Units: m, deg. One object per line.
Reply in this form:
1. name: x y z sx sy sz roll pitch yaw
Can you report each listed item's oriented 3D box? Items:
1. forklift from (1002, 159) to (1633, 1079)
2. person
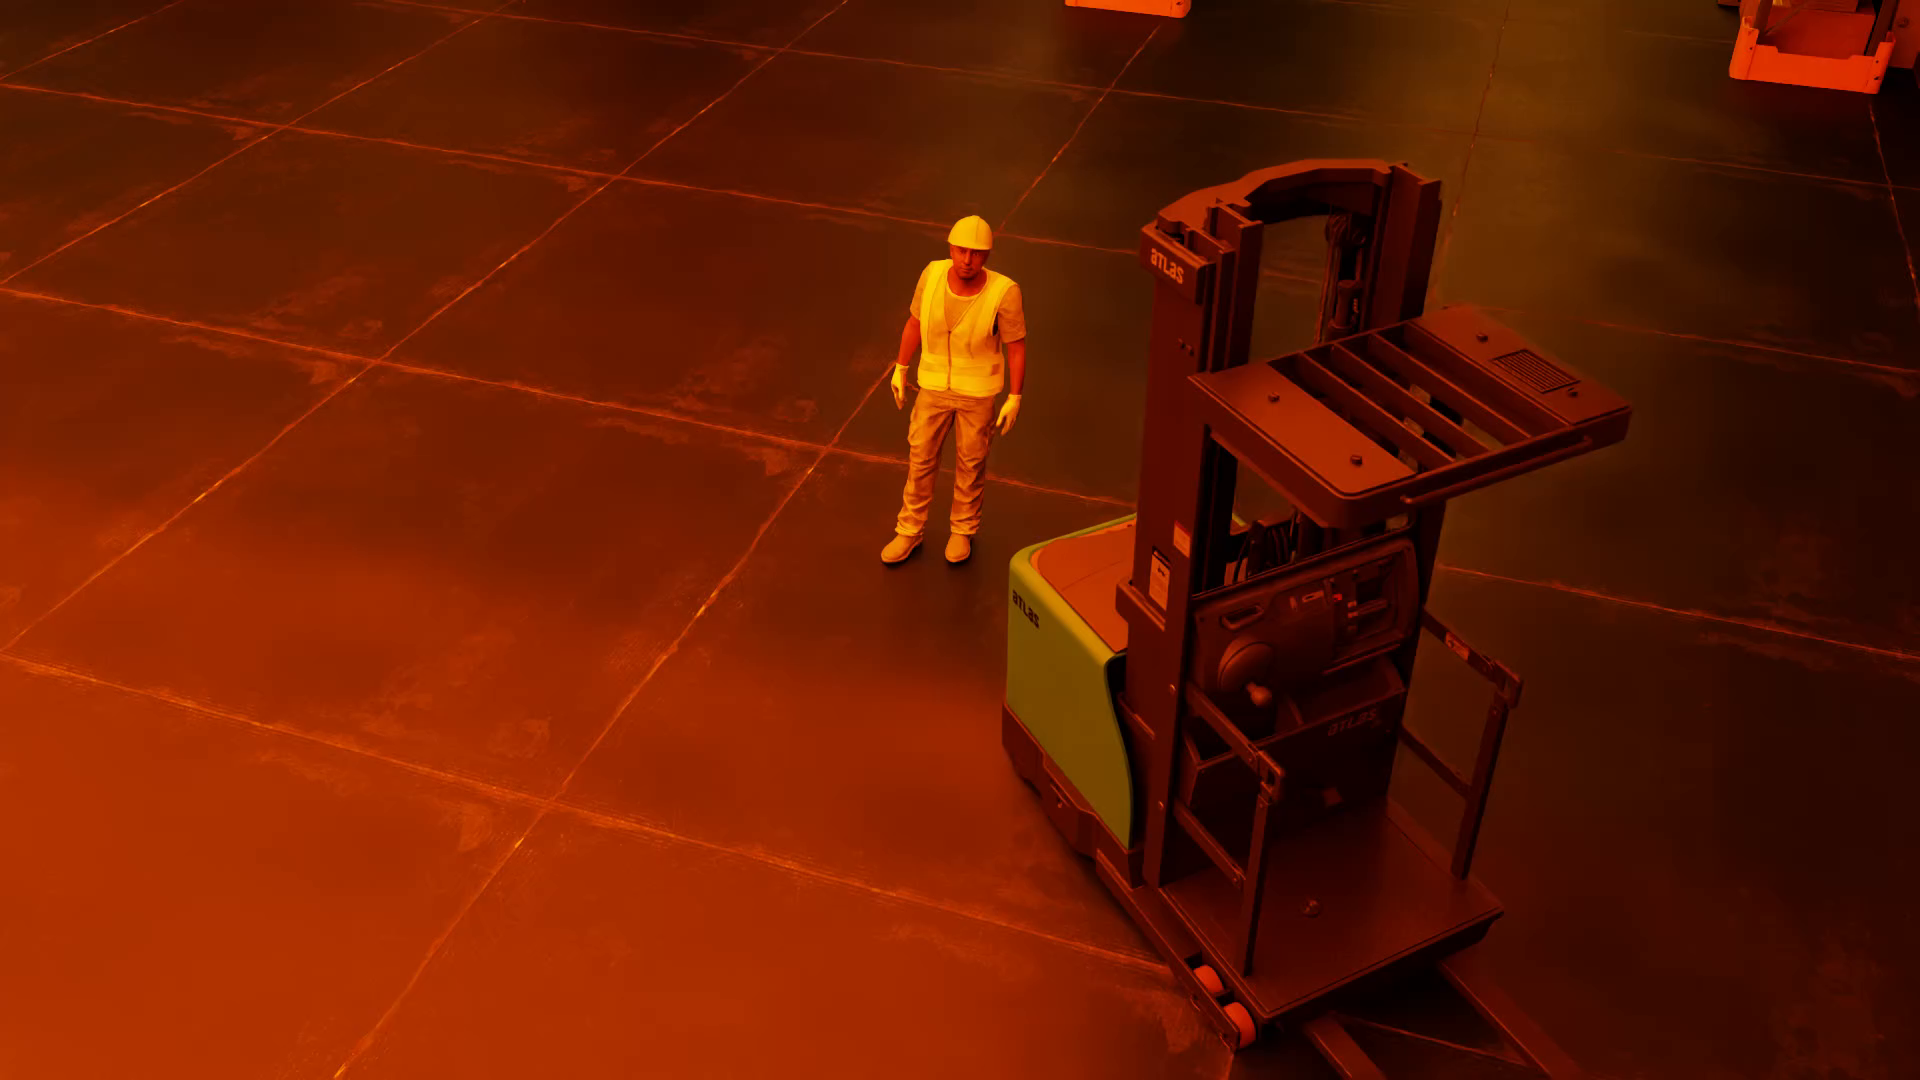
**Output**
1. forklift: 1.311 0.353 5.613 1.130 2.935 3.031 -17 39 -22
2. person: -0.032 -0.696 8.071 0.657 1.785 0.575 12 37 16
